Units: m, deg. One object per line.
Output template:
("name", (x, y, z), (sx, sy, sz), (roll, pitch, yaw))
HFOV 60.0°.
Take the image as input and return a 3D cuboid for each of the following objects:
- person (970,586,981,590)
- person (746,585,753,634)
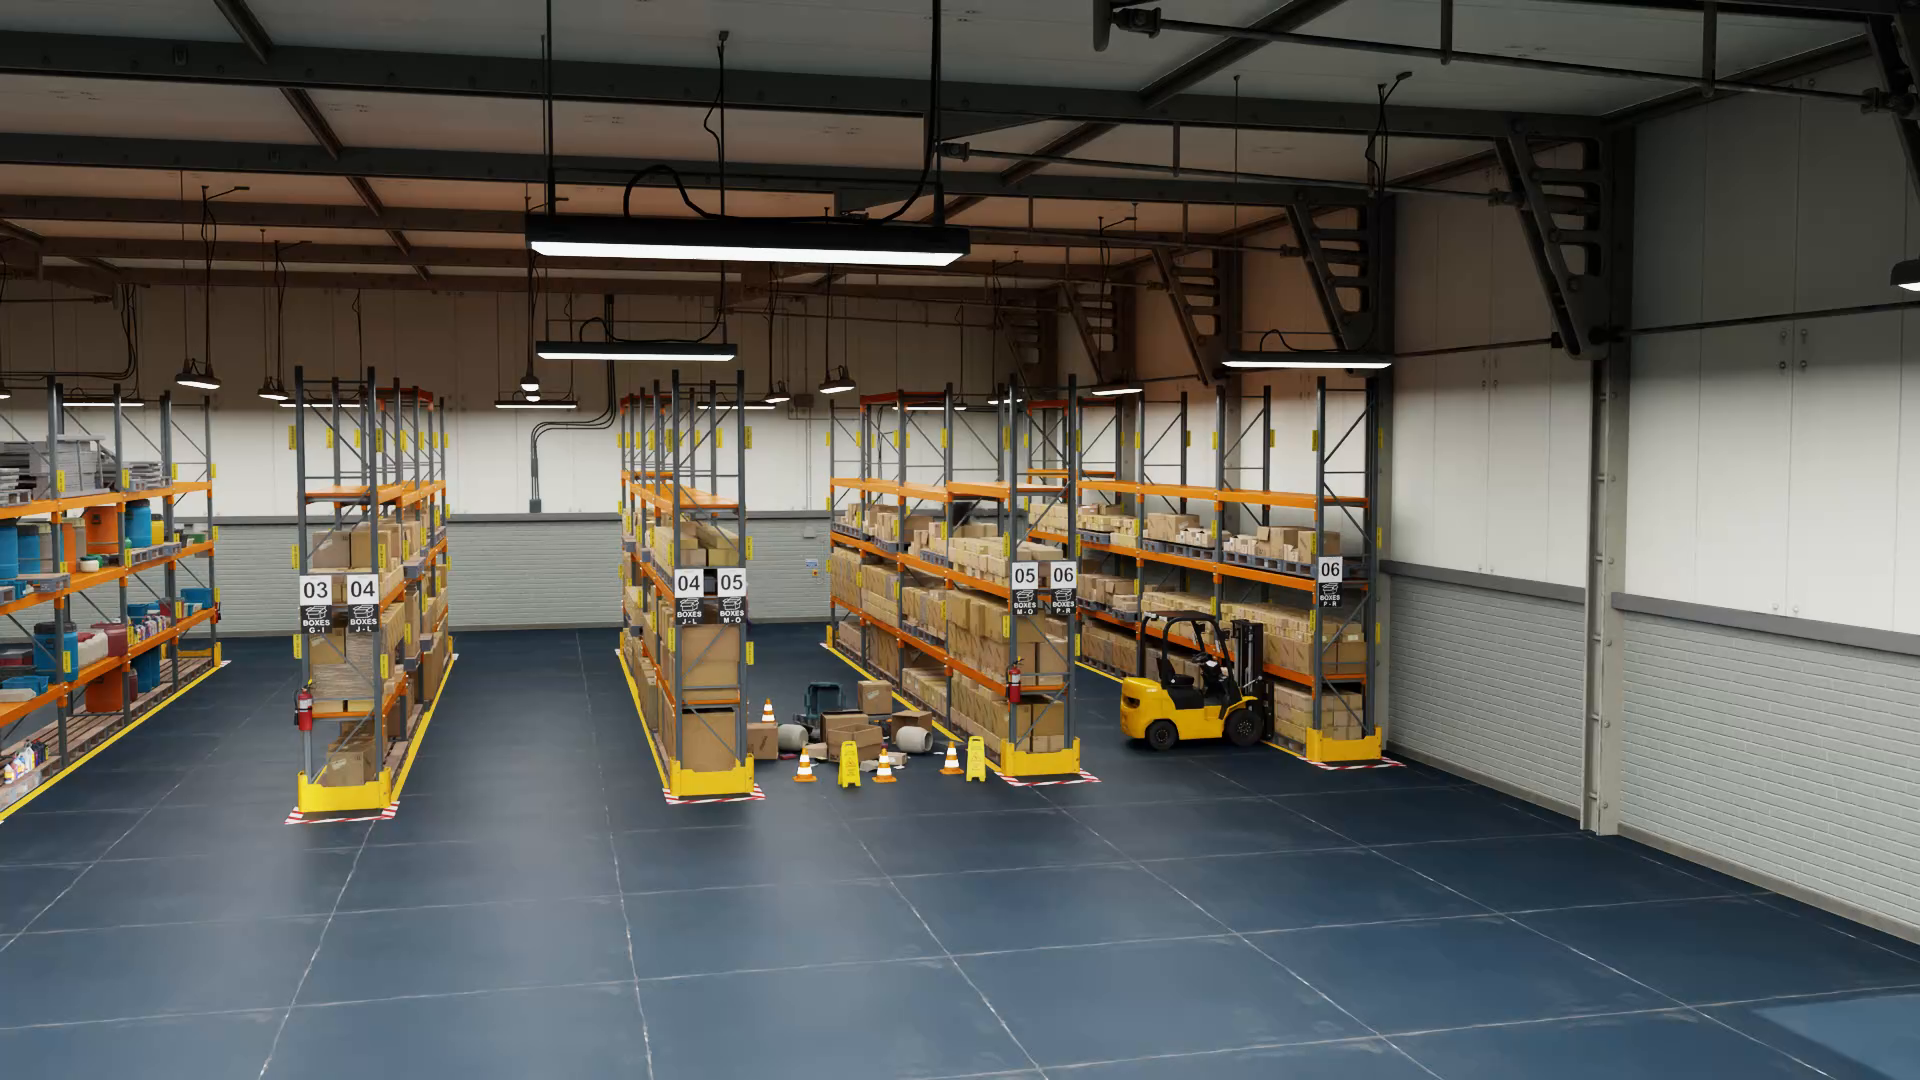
("person", (0.327, 1.747, 40.050), (0.378, 1.731, 0.569), (-3, 5, -42))
("person", (-5.685, 1.627, 42.753), (0.482, 1.624, 0.579), (3, 5, 43))
